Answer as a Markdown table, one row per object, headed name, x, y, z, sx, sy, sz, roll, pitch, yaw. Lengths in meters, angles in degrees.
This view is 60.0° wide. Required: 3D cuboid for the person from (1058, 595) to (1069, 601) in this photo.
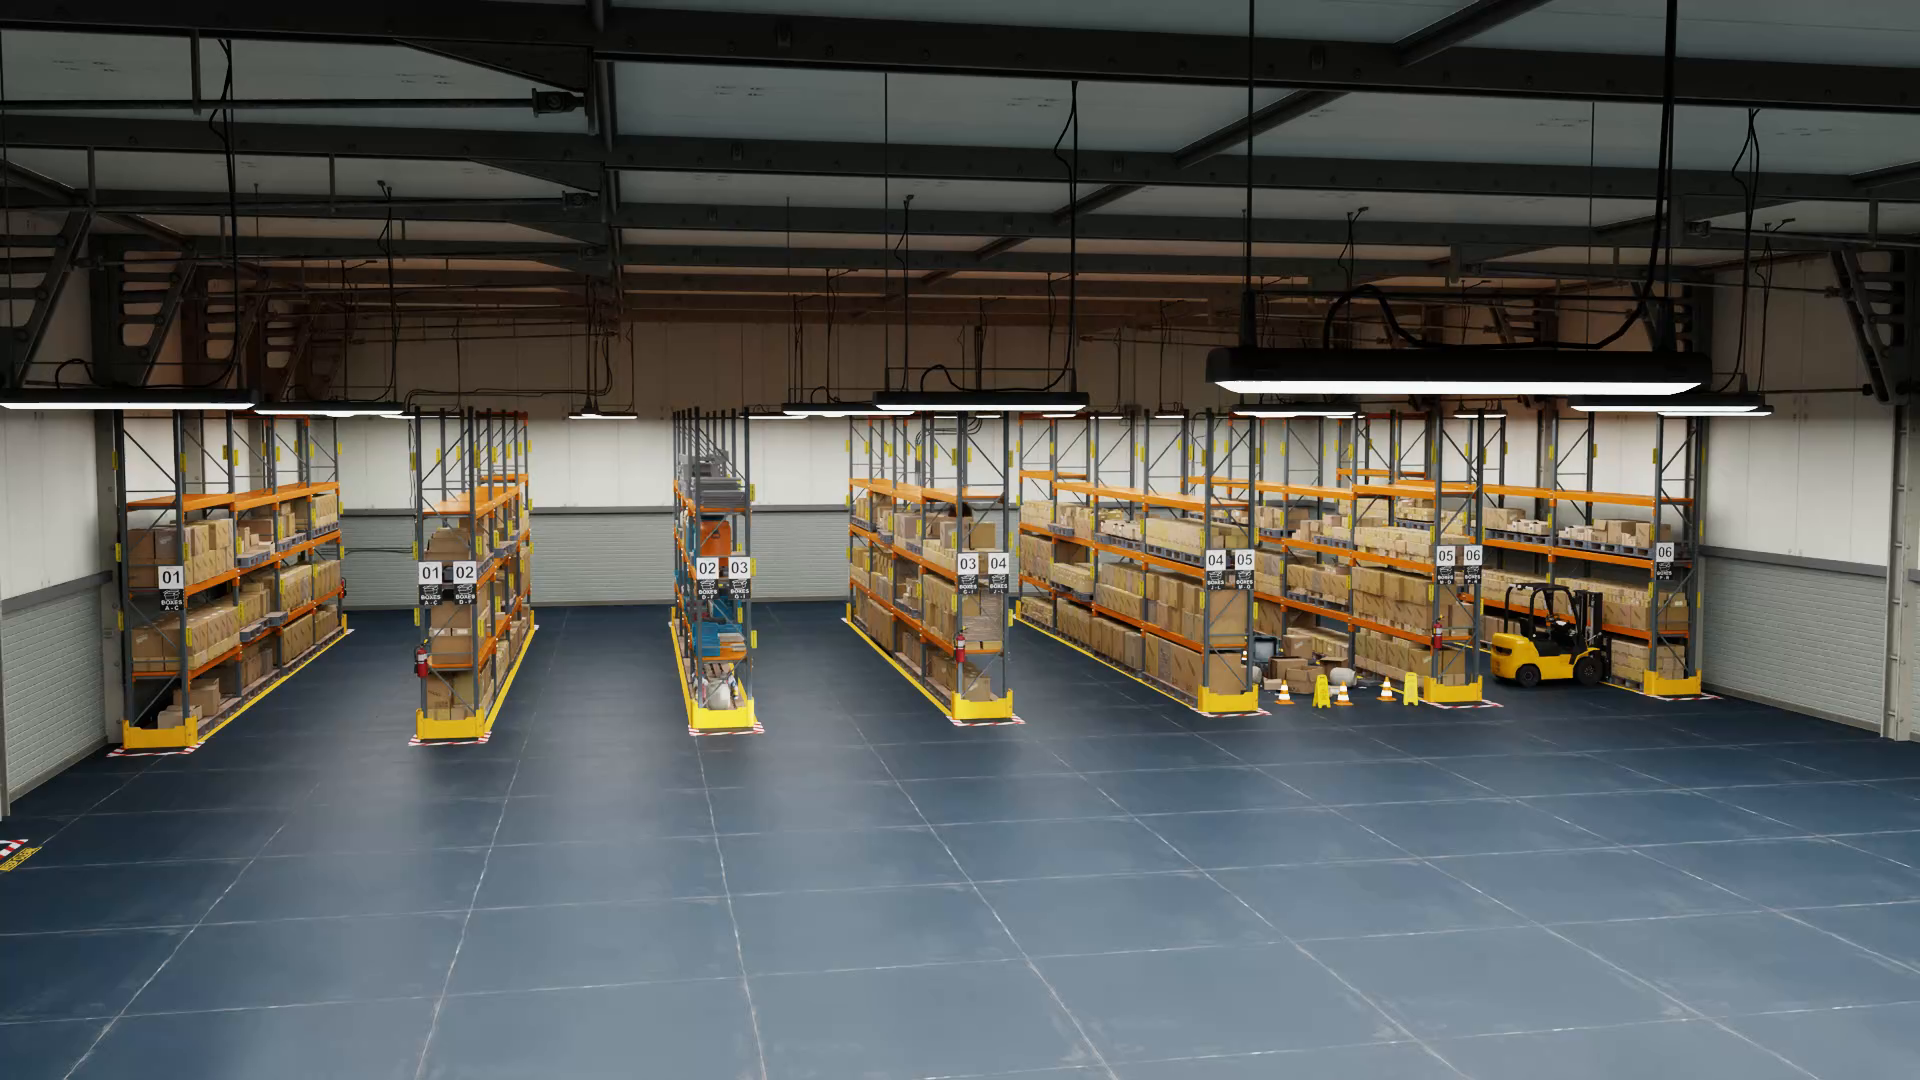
| name | x | y | z | sx | sy | sz | roll | pitch | yaw |
| --- | --- | --- | --- | --- | --- | --- | --- | --- | --- |
| person | 2.877 | 1.303 | 49.865 | 1.053 | 1.713 | 0.684 | 0 | 4 | 4 |
